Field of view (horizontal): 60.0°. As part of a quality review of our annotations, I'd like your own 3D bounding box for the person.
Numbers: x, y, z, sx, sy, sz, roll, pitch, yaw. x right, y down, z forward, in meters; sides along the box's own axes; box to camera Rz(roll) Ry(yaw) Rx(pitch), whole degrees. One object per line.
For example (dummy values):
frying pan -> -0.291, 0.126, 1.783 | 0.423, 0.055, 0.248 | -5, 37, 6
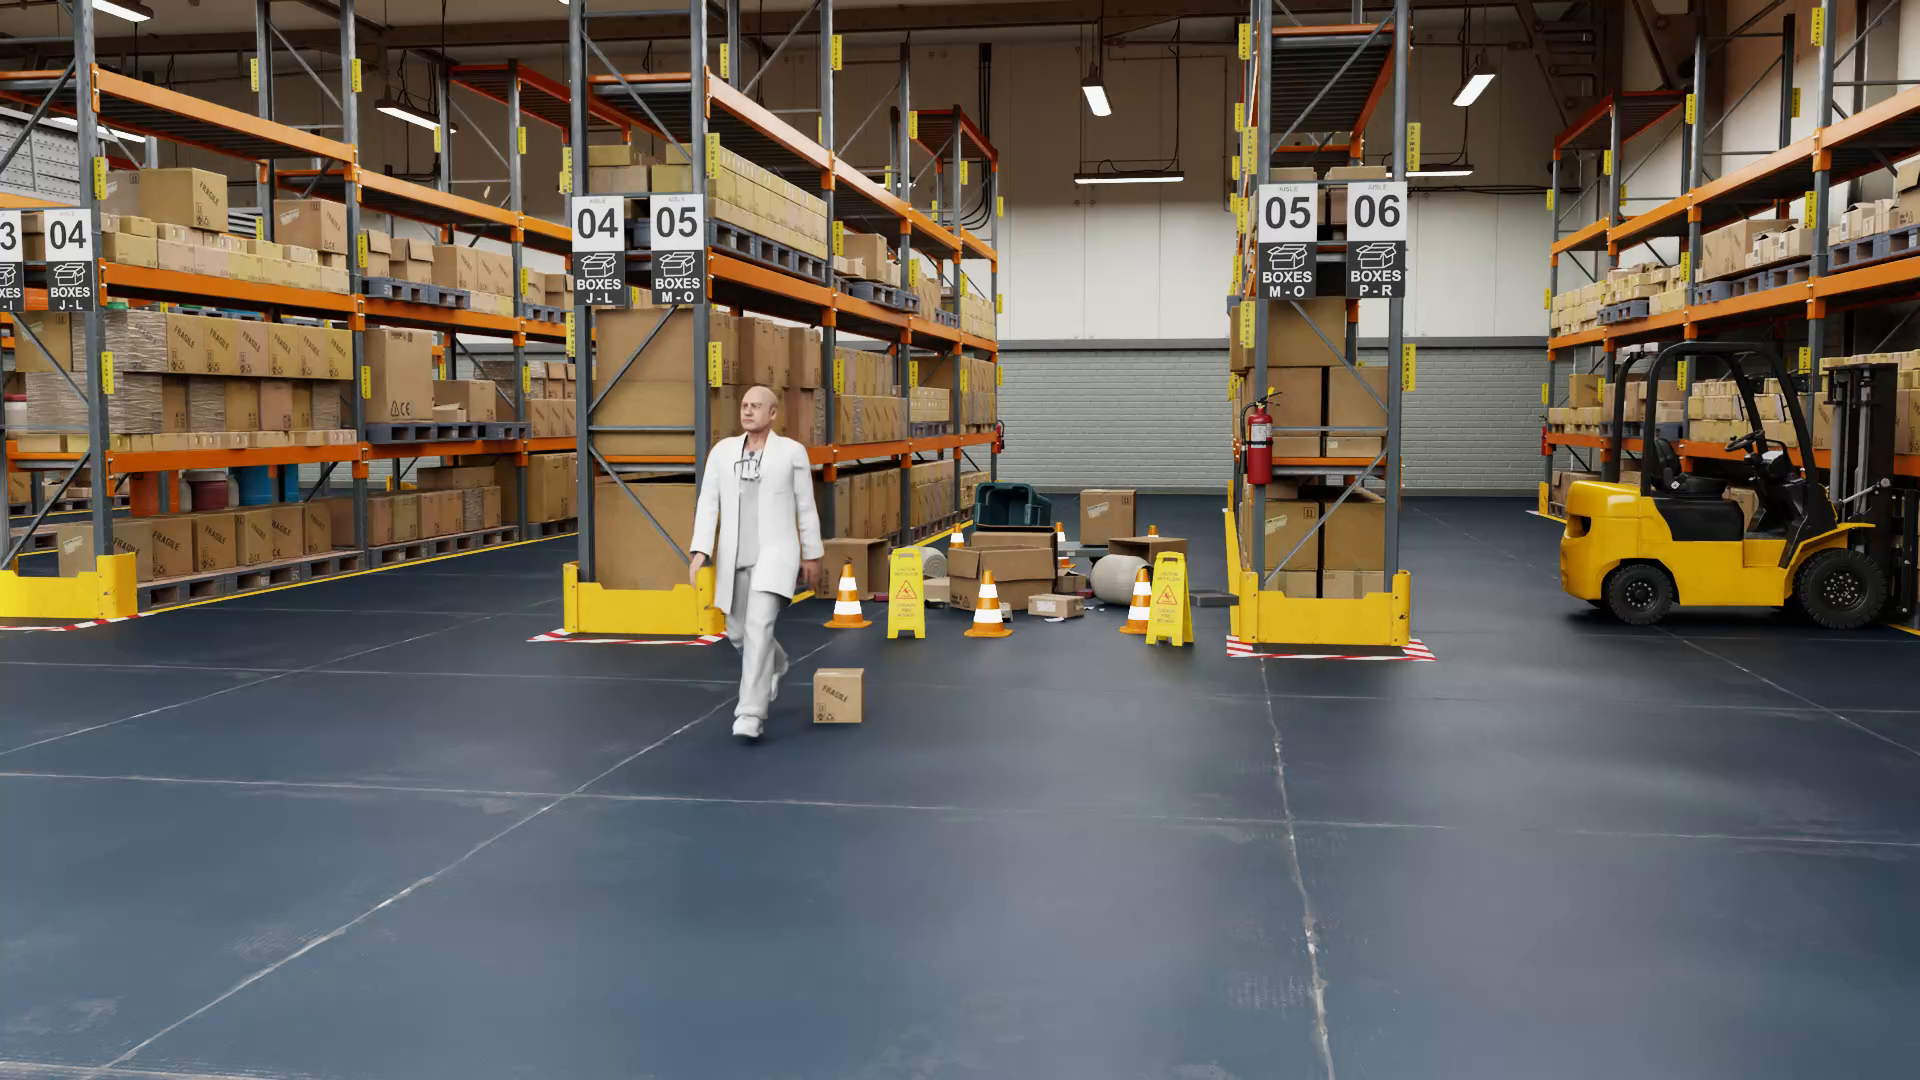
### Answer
person -> -1.026, 0.082, 8.500 | 0.619, 1.732, 1.096 | 1, 4, 14
